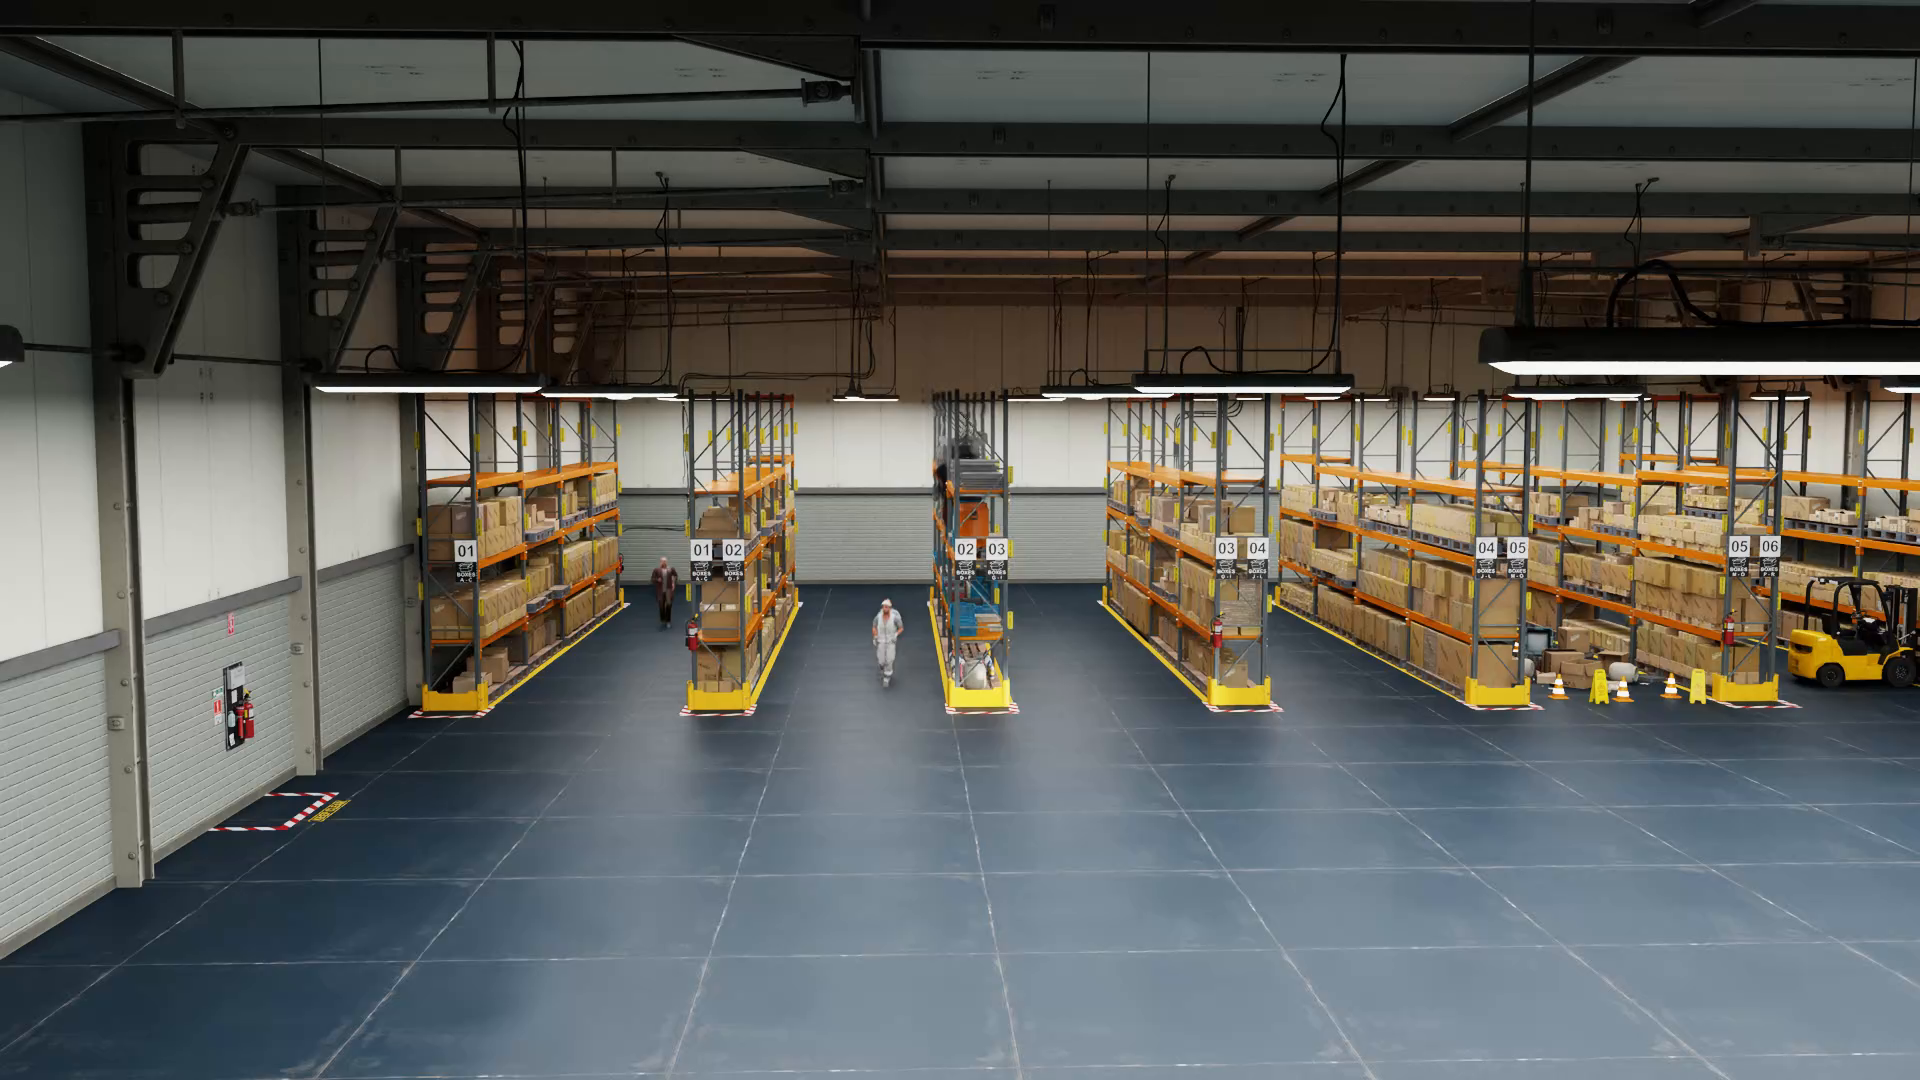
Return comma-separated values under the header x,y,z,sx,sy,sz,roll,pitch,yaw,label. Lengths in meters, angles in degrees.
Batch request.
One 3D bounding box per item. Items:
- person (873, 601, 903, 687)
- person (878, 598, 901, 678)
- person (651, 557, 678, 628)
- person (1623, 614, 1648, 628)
x,y,z,sx,sy,sz,roll,pitch,yaw,label
-1.473,2.102,33.748,0.643,1.751,0.627,1,5,6,person
-1.495,2.042,35.108,0.563,1.666,0.802,0,5,0,person
-7.586,1.359,42.701,0.685,1.826,0.776,-1,5,-10,person
16.786,1.548,41.227,0.574,1.685,1.086,0,5,-2,person
